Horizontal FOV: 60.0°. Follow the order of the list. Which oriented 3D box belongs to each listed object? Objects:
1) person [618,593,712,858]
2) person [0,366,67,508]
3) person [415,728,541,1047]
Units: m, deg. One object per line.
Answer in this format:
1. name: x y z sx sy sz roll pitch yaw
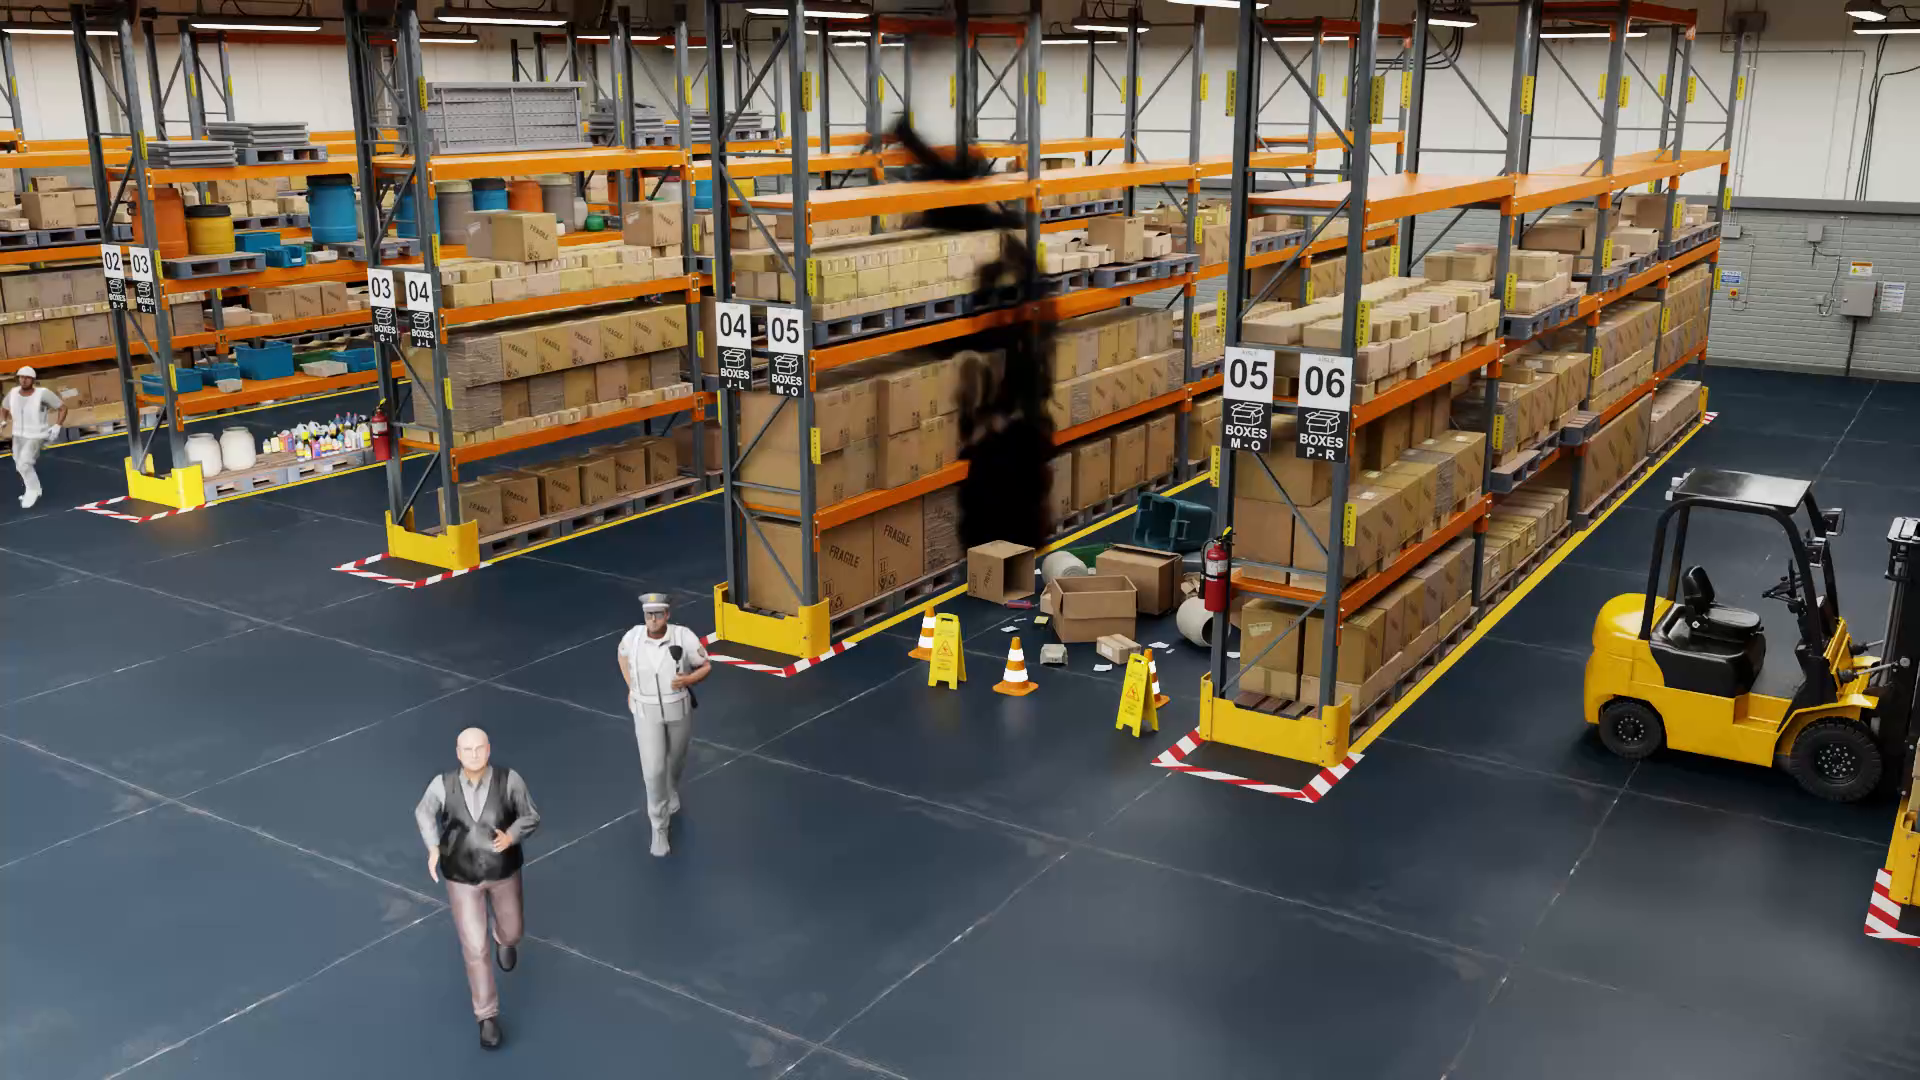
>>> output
1. person: -2.042 1.208 11.591 0.636 1.831 0.865 -3 16 -11
2. person: -11.490 -1.270 20.569 0.747 1.759 0.641 2 16 7
3. person: -2.672 1.862 9.314 0.666 1.699 0.930 -5 16 -18
